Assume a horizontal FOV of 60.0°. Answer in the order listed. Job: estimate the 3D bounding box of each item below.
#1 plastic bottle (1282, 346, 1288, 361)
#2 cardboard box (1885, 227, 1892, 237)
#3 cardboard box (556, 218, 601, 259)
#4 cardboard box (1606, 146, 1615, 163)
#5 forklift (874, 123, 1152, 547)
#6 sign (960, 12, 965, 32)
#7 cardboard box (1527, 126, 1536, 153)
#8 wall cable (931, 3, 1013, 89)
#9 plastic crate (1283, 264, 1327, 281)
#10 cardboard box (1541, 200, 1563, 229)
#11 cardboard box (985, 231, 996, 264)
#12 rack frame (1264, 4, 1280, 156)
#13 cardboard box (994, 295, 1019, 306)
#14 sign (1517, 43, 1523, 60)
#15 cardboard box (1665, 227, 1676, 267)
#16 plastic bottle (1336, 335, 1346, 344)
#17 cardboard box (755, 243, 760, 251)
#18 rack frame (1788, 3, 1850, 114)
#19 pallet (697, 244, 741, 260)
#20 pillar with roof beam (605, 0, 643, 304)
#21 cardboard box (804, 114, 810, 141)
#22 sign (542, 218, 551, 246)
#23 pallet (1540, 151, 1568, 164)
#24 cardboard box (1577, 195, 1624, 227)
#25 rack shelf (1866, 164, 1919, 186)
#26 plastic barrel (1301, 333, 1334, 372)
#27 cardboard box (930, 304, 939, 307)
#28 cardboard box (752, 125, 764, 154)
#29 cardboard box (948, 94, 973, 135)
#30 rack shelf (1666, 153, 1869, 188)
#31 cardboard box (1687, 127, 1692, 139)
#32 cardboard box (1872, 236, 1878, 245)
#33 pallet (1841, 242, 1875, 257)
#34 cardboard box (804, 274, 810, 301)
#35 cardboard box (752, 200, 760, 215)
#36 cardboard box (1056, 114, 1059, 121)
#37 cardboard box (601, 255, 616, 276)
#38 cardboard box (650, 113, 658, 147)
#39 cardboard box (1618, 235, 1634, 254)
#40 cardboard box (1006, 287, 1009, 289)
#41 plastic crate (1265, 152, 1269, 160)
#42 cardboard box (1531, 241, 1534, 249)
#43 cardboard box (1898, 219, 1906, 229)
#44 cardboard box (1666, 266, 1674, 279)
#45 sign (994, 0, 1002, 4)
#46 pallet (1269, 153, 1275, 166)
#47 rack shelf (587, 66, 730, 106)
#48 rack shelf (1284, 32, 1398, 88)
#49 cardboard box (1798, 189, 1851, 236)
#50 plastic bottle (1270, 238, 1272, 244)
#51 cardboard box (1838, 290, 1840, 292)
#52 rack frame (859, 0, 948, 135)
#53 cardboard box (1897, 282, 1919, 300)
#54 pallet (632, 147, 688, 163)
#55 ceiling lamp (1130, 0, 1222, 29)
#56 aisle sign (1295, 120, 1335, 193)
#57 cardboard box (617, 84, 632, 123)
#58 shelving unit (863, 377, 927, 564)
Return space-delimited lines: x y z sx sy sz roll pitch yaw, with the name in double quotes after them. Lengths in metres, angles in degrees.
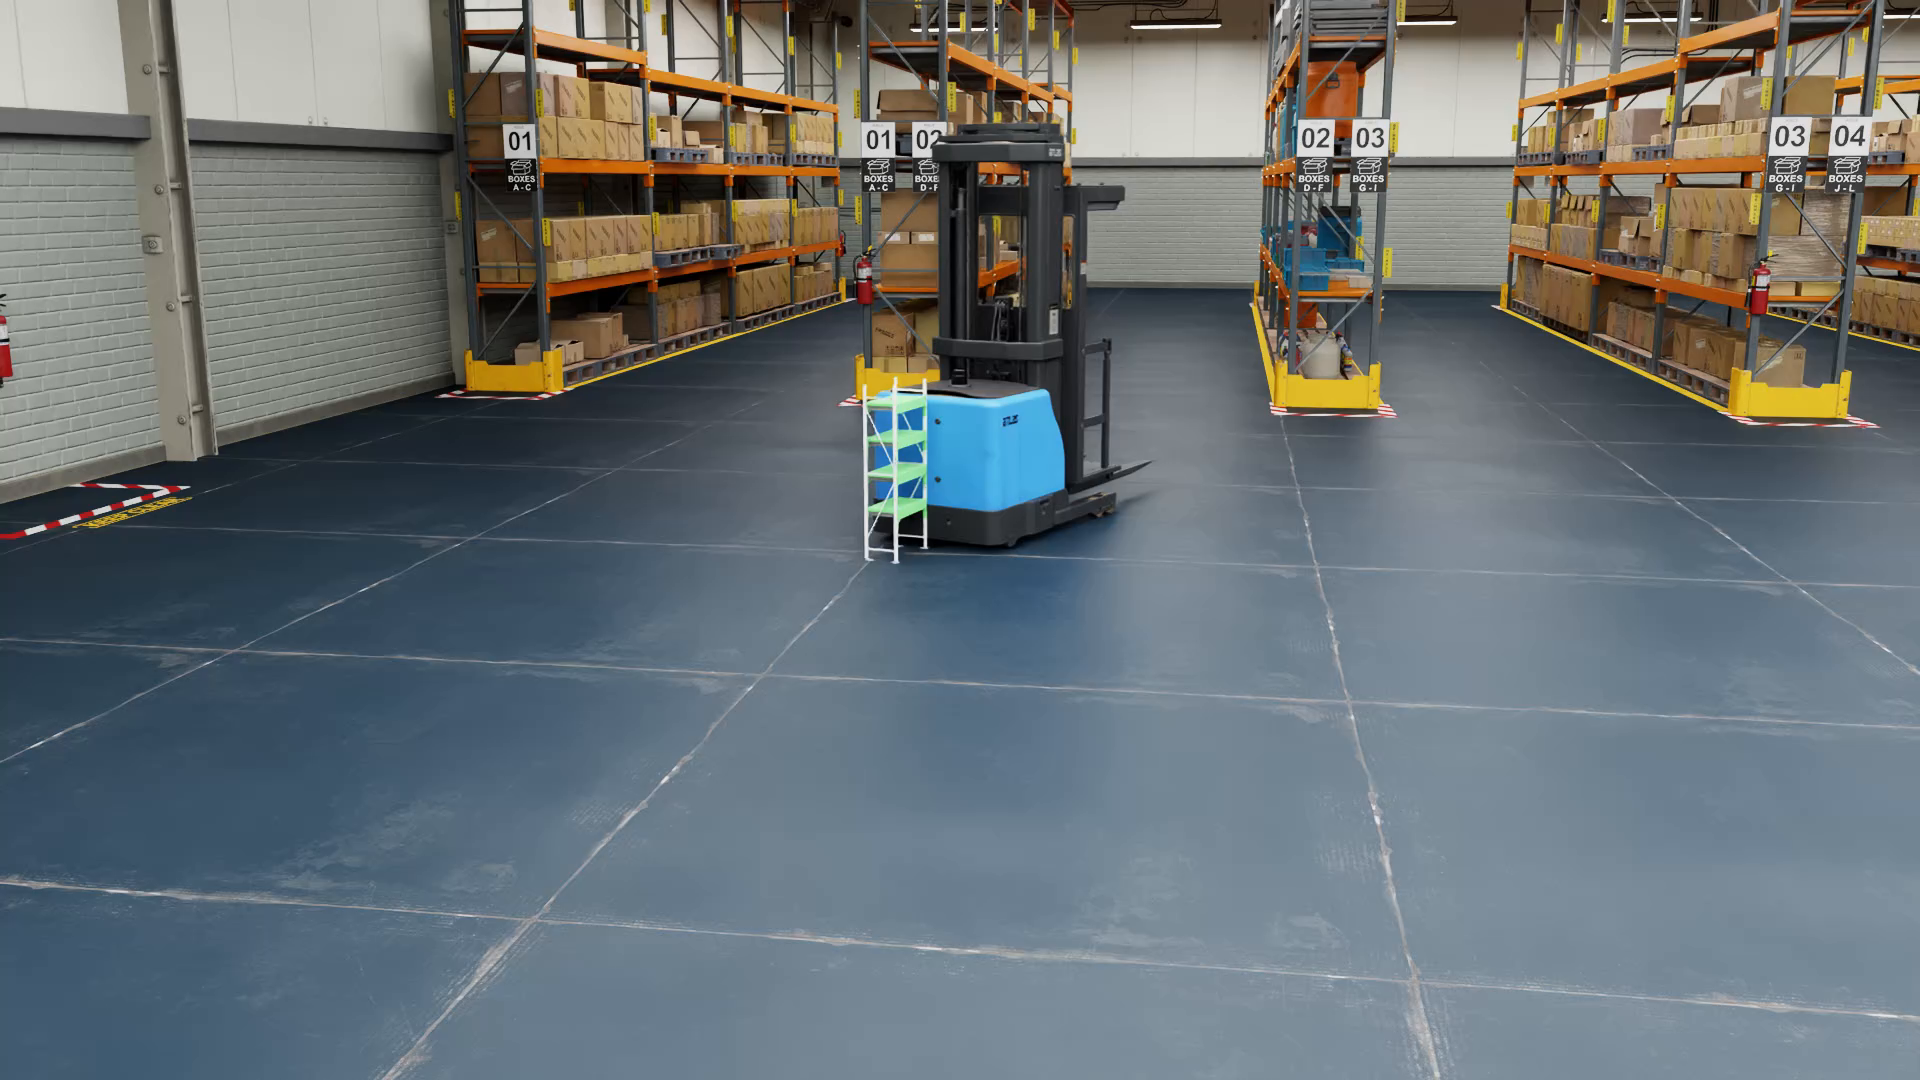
4.099 -2.305 20.974 0.061 0.283 0.133 2 12 10 "plastic bottle"
15.082 -4.934 26.660 0.380 0.149 0.250 2 12 10 "cardboard box"
-4.997 -3.920 21.592 0.500 0.500 0.500 1 12 7 "cardboard box"
10.051 -5.805 25.045 0.500 0.250 0.500 2 12 10 "cardboard box"
0.562 -1.646 12.672 1.130 2.935 3.031 7 14 30 "forklift"
0.049 -8.267 26.587 0.100 0.325 0.005 2 12 9 "sign"
11.372 -7.713 32.071 0.700 0.500 0.500 1 12 7 "cardboard box"
0.818 -11.610 39.888 3.097 2.526 0.112 2 12 9 "wall cable"
4.137 -3.173 19.949 0.499 0.251 0.408 2 12 9 "plastic crate"
10.796 -5.877 30.014 0.500 0.500 0.500 2 12 10 "cardboard box"
0.264 -4.413 25.112 0.500 0.500 0.500 2 12 9 "cardboard box"
6.711 -9.260 33.601 1.000 3.000 0.127 2 12 9 "rack frame"
0.676 -3.733 26.394 0.500 0.311 0.500 2 12 8 "cardboard box"
11.058 -9.653 32.831 0.100 0.325 0.005 2 12 9 "sign"
9.629 -3.771 21.430 0.875 0.500 0.500 2 12 9 "cardboard box"
4.972 -2.499 21.712 0.144 0.351 0.185 2 12 8 "plastic bottle"
-3.804 -5.251 29.786 0.380 0.149 0.250 2 12 9 "cardboard box"
16.490 -8.918 32.013 1.000 3.000 0.127 2 12 9 "rack frame"
-4.313 -4.737 27.311 1.213 0.211 1.003 2 12 9 "pallet"
-1.109 -7.534 25.590 9.100 9.000 0.400 2 12 9 "pillar with roof beam"
-3.234 -8.076 32.569 0.500 0.500 0.500 2 12 7 "cardboard box"
-5.003 -3.723 20.095 0.100 0.325 0.005 2 12 9 "sign"
11.126 -6.927 30.107 1.003 0.211 1.213 2 12 9 "pallet"
10.703 -5.468 27.626 0.797 0.503 0.637 2 12 10 "cardboard box"
15.568 -5.851 26.609 1.077 0.370 4.000 2 12 9 "rack shelf"
4.353 -2.230 20.127 0.421 0.512 0.421 0 12 0 "plastic barrel"
-0.108 -2.802 21.626 0.500 0.500 0.500 2 12 9 "cardboard box"
-3.959 -7.248 30.105 0.700 0.500 0.500 2 12 8 "cardboard box"
-0.118 -5.284 20.704 0.500 0.500 0.500 2 12 9 "cardboard box"
9.452 -4.367 19.725 1.077 0.370 4.000 2 12 9 "rack shelf"
9.431 -5.141 21.020 0.380 0.149 0.250 1 12 6 "cardboard box"
15.165 -4.896 27.190 0.380 0.149 0.250 2 12 8 "cardboard box"
15.614 -4.904 28.085 1.003 0.211 1.213 2 12 9 "pallet"
-3.397 -5.056 33.270 0.700 0.500 0.500 2 12 8 "cardboard box"
-3.829 -5.856 29.275 0.500 0.250 0.500 2 12 9 "cardboard box"
1.527 -7.966 32.107 0.700 0.500 0.500 2 12 9 "cardboard box"
-4.920 -3.665 22.188 0.500 0.250 0.500 2 12 9 "cardboard box"
-4.761 -5.982 24.277 0.500 0.500 0.500 4 13 17 "cardboard box"
9.890 -4.292 24.148 0.500 0.250 0.500 2 12 7 "cardboard box"
0.579 -4.126 28.909 0.500 0.500 0.500 1 12 7 "cardboard box"
6.065 -7.284 31.835 0.437 0.282 0.530 2 12 9 "plastic crate"
10.871 -5.500 30.989 0.380 0.149 0.250 2 12 10 "cardboard box"
15.001 -4.972 26.133 0.380 0.149 0.250 2 12 10 "cardboard box"
9.378 -3.459 21.522 0.380 0.149 0.250 2 12 9 "cardboard box"
0.516 -7.434 22.536 0.100 0.325 0.005 2 12 9 "sign"
6.072 -6.702 29.301 1.213 0.211 1.003 2 12 9 "pallet"
-4.616 -6.952 25.549 1.077 0.370 4.000 2 12 9 "rack shelf"
4.558 -5.798 20.196 1.077 0.370 4.000 2 12 9 "rack shelf"
9.498 -3.625 18.377 0.500 0.500 0.500 2 12 9 "cardboard box"
5.506 -5.157 29.098 0.152 0.276 0.135 2 12 9 "plastic bottle"
15.673 -4.337 29.358 0.380 0.149 0.250 2 12 10 "cardboard box"
-0.644 -6.091 18.894 1.000 3.000 0.127 2 12 9 "rack frame"
15.173 -3.926 26.247 0.500 0.250 0.500 2 12 9 "cardboard box"
-4.724 -5.650 24.415 1.213 0.211 1.003 2 12 9 "pallet"
4.701 -12.752 35.947 2.000 3.185 0.800 2 12 9 "ceiling lamp"
3.946 -4.262 18.479 0.394 0.787 0.004 2 12 9 "aisle sign"
-4.807 -5.936 22.639 0.500 0.500 0.500 3 12 12 "cardboard box"
-0.439 -0.484 11.393 0.258 1.200 0.503 5 13 22 "shelving unit"
